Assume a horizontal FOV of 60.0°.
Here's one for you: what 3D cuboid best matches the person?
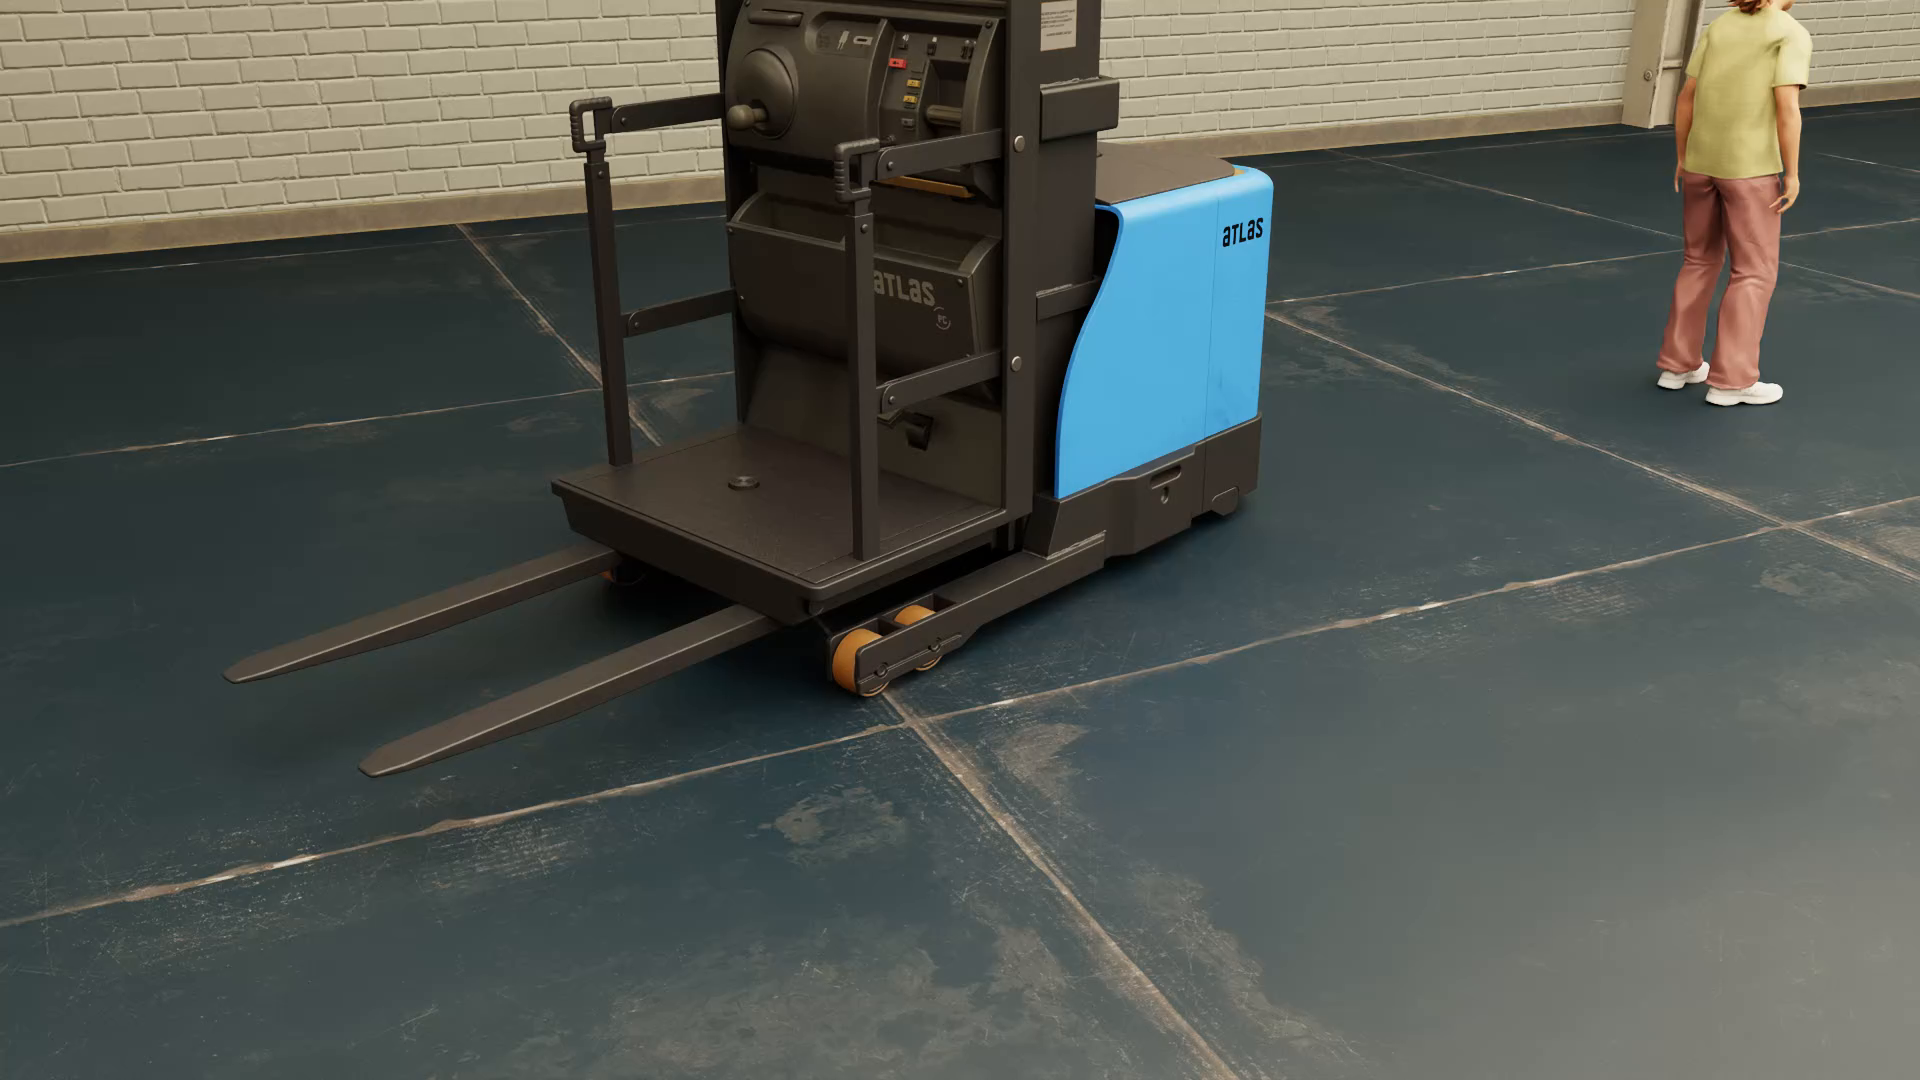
[{"bbox_3d":[2.902,-1.359,6.201,0.365,1.671,0.520,-12,26,-27],"label":"person"}]

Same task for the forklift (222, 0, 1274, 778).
[{"bbox_3d":[-0.413,-1.182,4.131,1.130,2.935,3.031,19,29,39],"label":"forklift"}]
